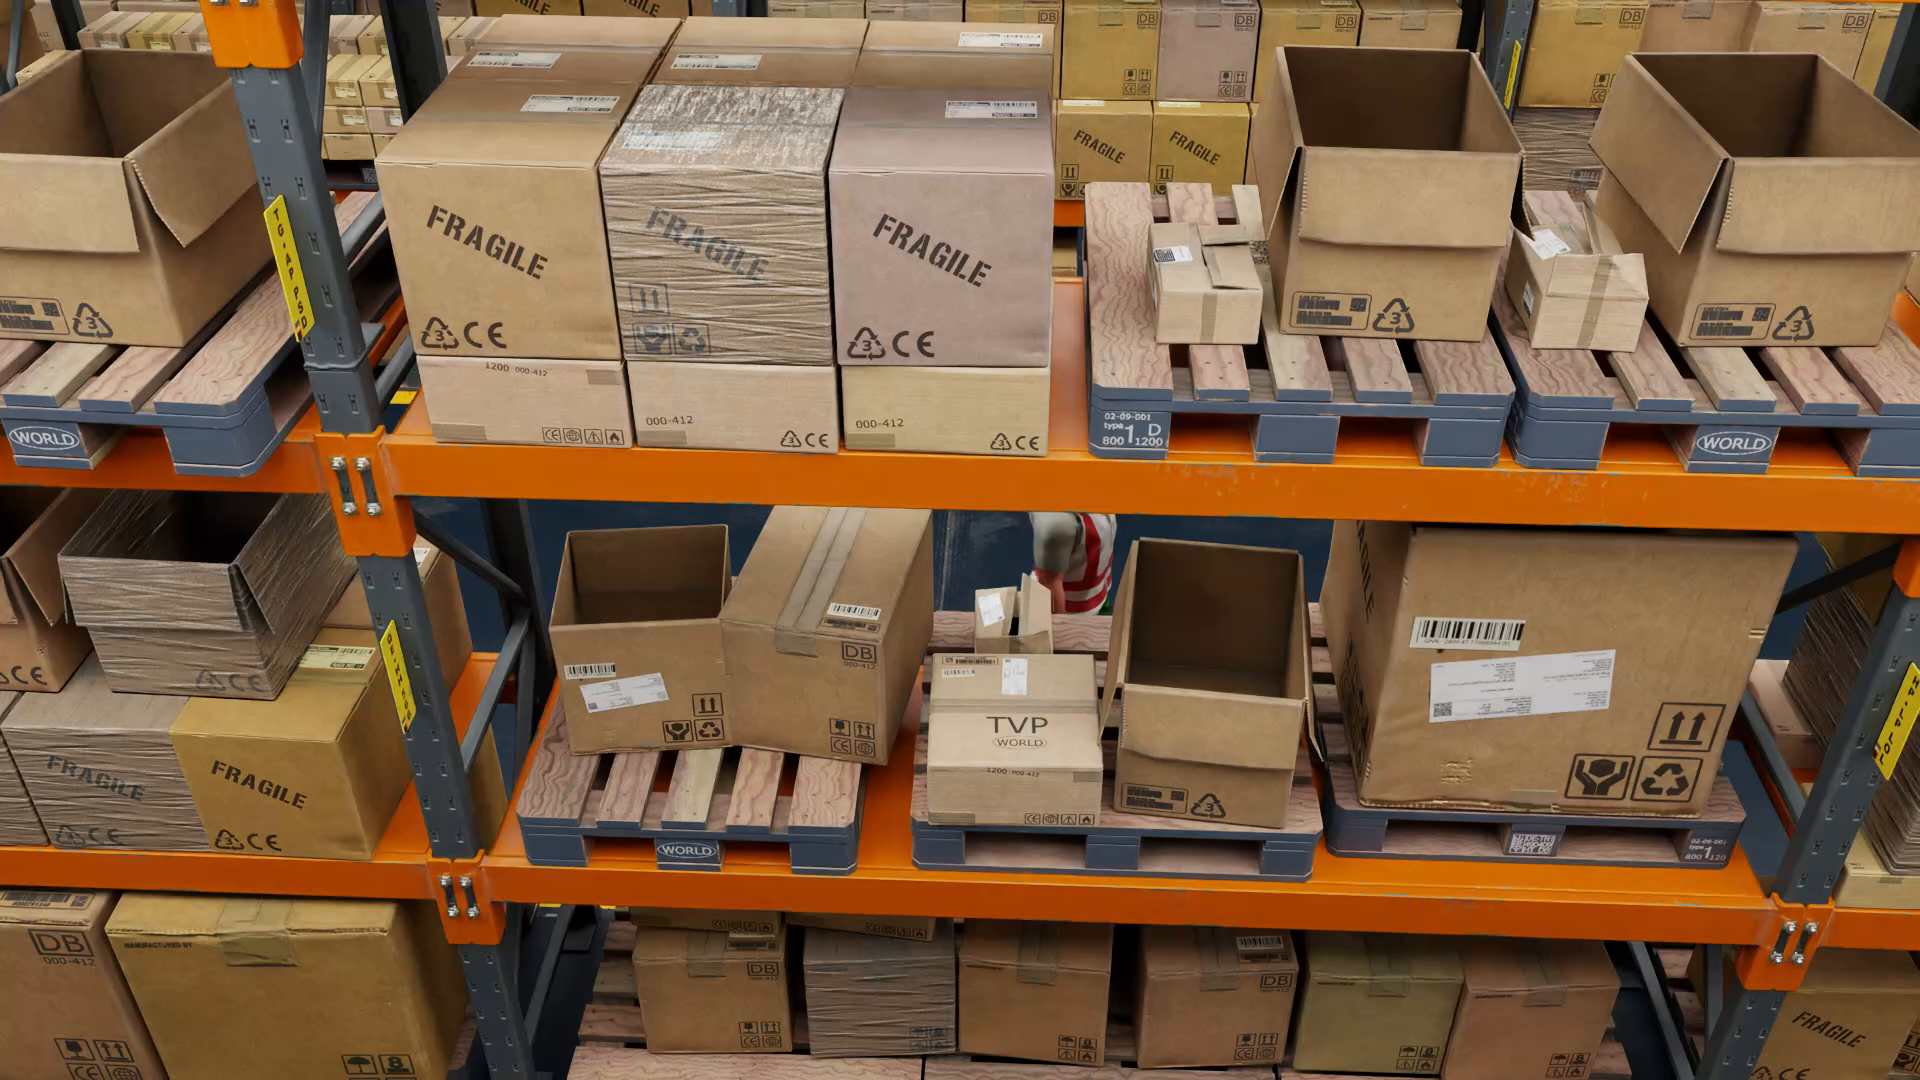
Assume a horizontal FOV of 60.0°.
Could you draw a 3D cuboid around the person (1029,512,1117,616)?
[{"bbox_3d":[0.458,0.280,6.696,0.389,1.820,0.695,11,37,15],"label":"person"}]
